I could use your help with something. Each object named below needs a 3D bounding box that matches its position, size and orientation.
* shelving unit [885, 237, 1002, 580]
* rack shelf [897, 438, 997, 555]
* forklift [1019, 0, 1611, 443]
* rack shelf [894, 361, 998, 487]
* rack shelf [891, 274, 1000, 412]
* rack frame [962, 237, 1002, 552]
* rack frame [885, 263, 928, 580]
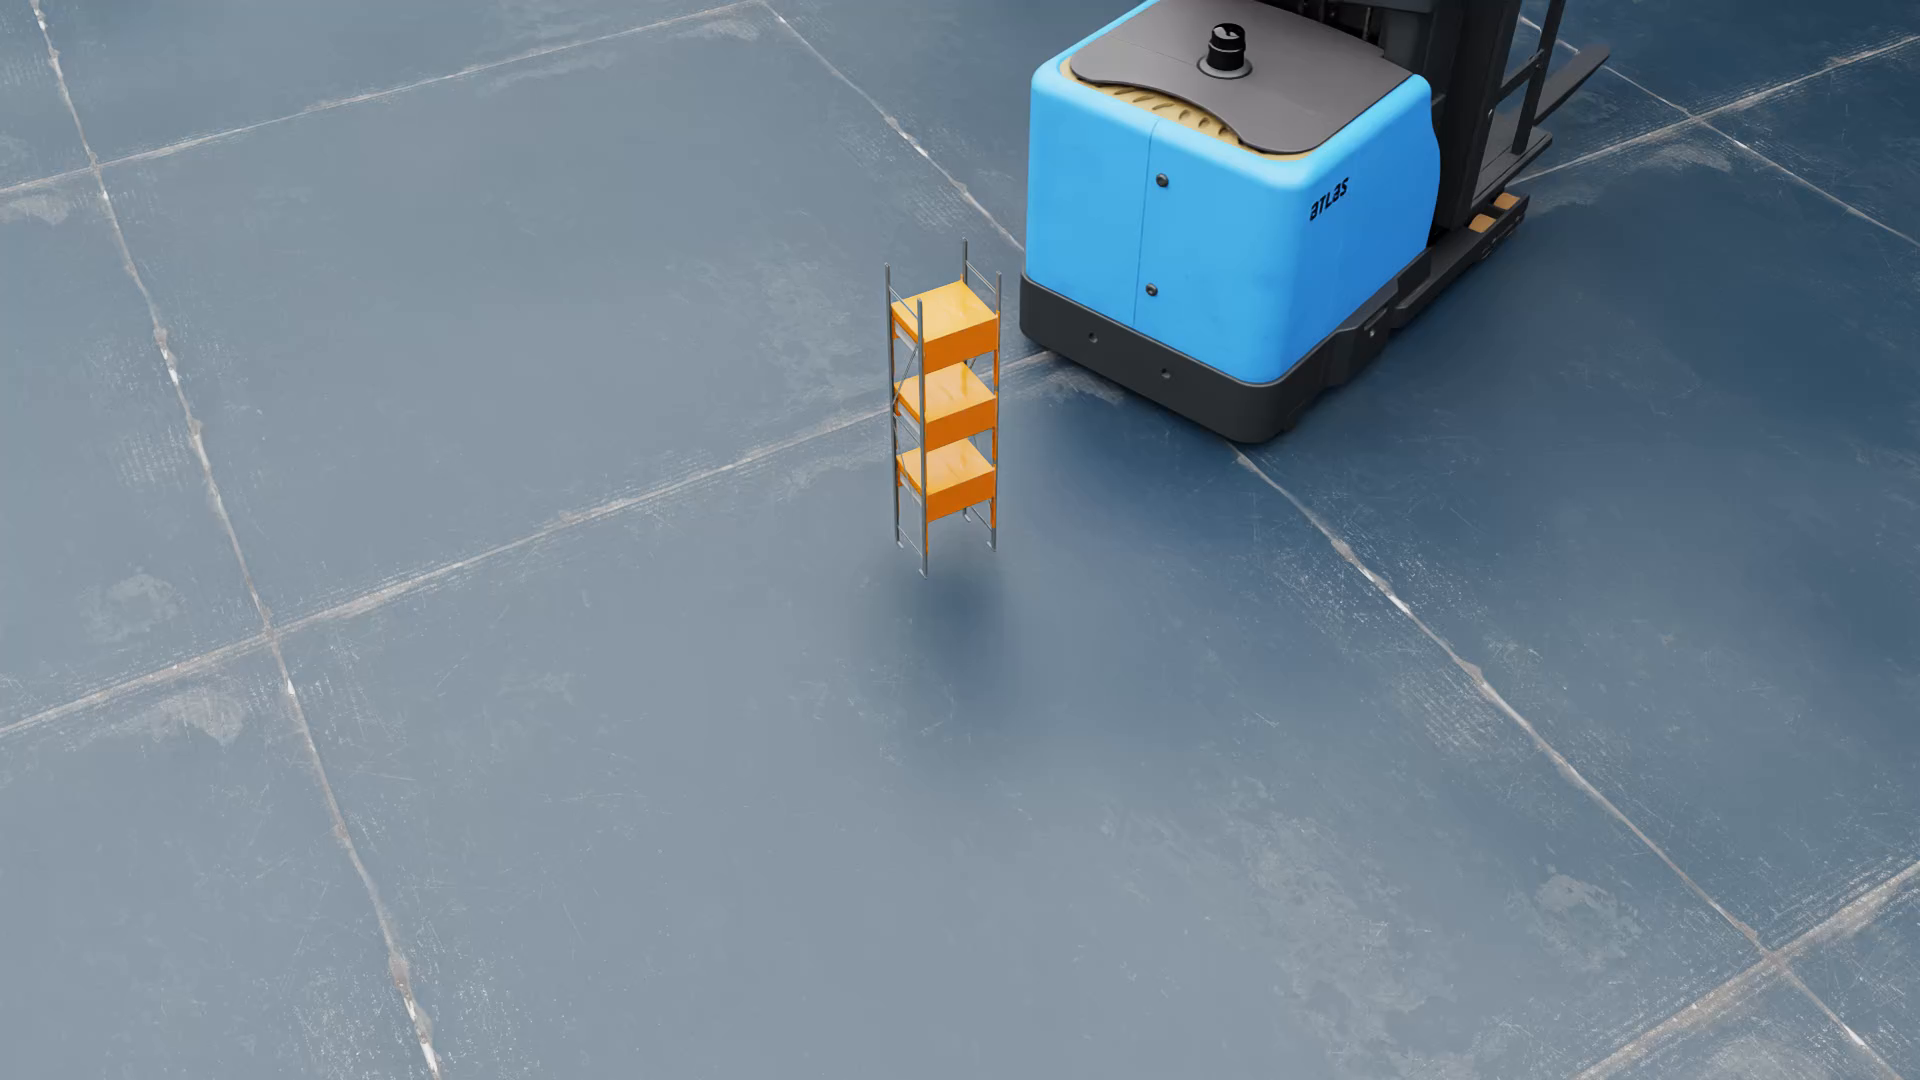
[{"bbox_3d":[-0.046,-0.358,4.865,0.252,1.050,0.215,-22,48,-21],"label":"shelving unit"},{"bbox_3d":[-0.046,-0.151,5.066,0.240,0.259,0.215,-22,48,-21],"label":"rack shelf"},{"bbox_3d":[1.544,-2.329,5.545,1.130,2.935,3.031,30,52,28],"label":"forklift"},{"bbox_3d":[-0.046,-0.351,4.873,0.240,0.259,0.215,-22,48,-21],"label":"rack shelf"},{"bbox_3d":[-0.046,-0.554,4.675,0.240,0.259,0.215,-22,48,-21],"label":"rack shelf"},{"bbox_3d":[0.059,-0.401,4.909,0.008,1.050,0.200,-22,48,-21],"label":"rack frame"},{"bbox_3d":[-0.152,-0.316,4.822,0.008,1.050,0.200,-22,48,-21],"label":"rack frame"}]
